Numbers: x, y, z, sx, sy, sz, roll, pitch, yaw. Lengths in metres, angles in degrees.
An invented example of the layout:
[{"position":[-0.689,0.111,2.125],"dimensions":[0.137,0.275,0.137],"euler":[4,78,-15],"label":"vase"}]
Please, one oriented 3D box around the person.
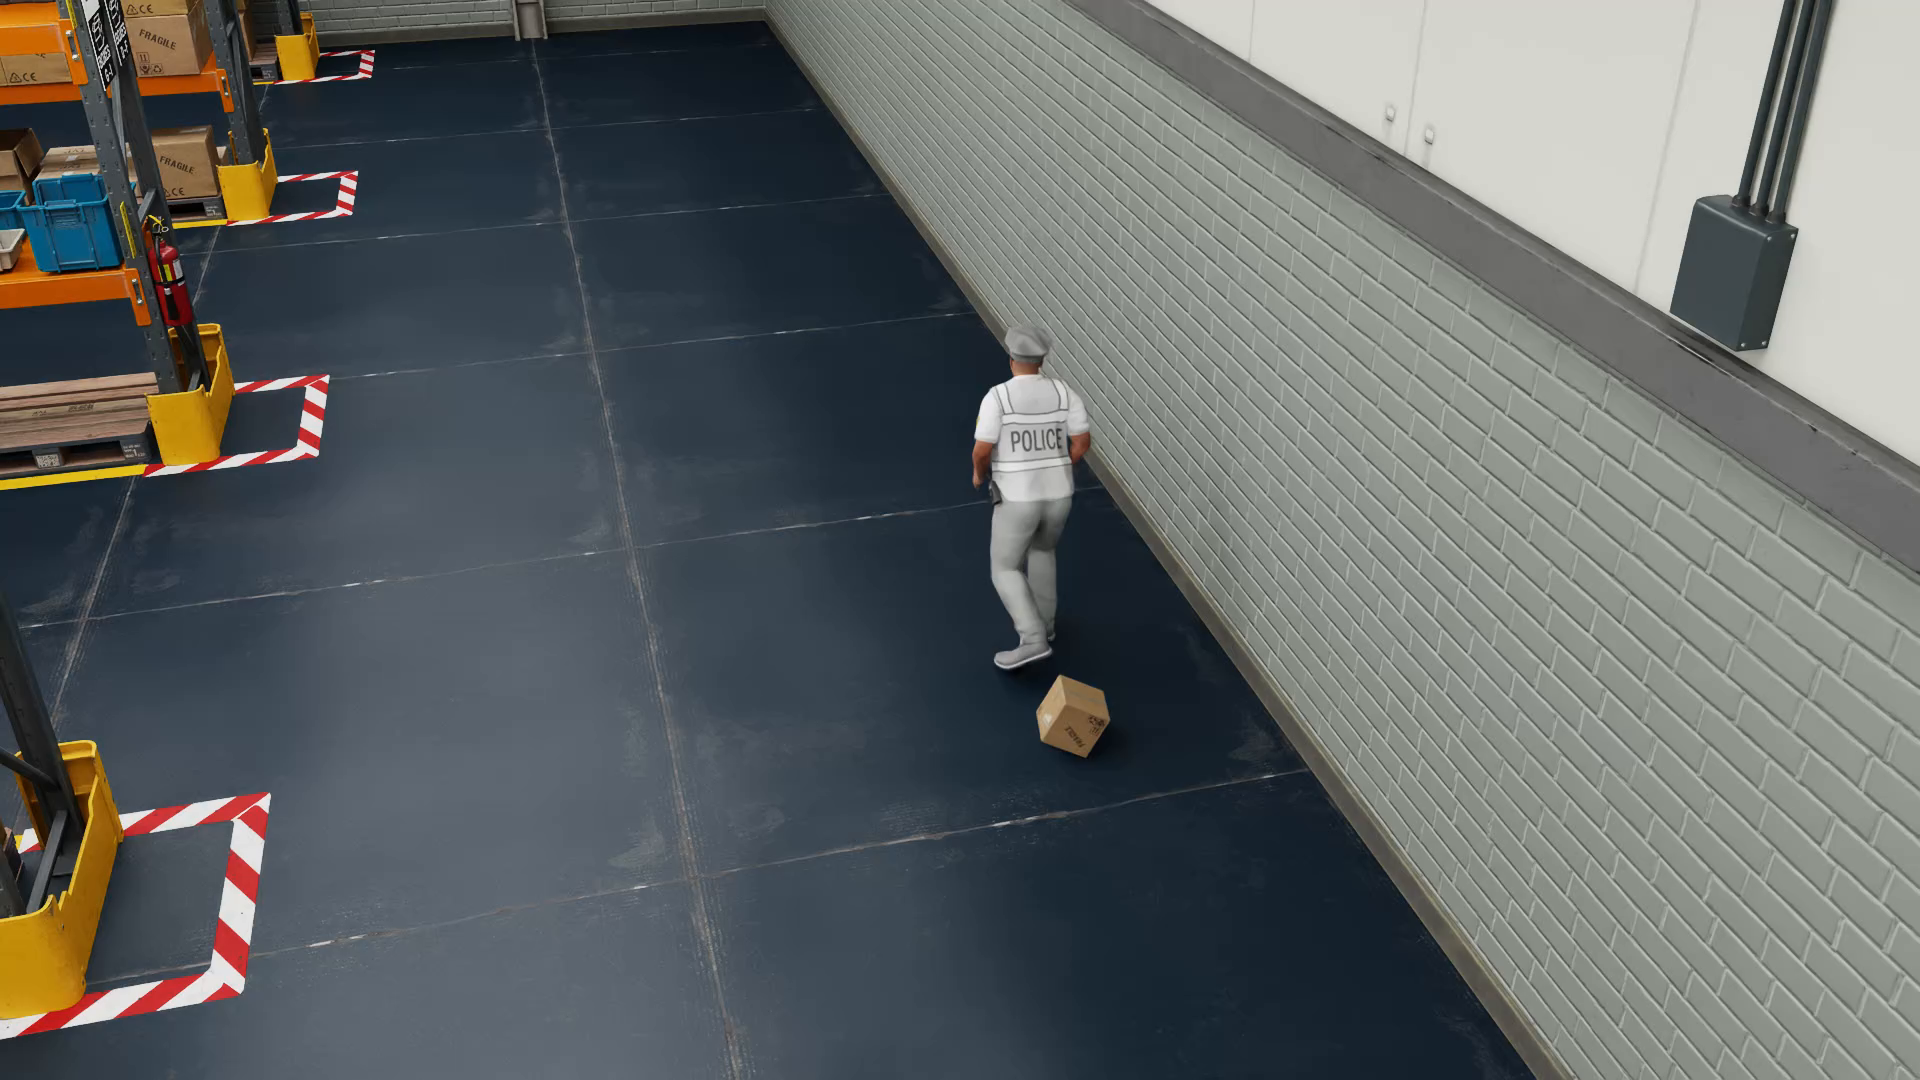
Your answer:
[{"position":[0.401,-0.194,8.647],"dimensions":[0.666,1.667,0.847],"euler":[-12,32,-20],"label":"person"}]
